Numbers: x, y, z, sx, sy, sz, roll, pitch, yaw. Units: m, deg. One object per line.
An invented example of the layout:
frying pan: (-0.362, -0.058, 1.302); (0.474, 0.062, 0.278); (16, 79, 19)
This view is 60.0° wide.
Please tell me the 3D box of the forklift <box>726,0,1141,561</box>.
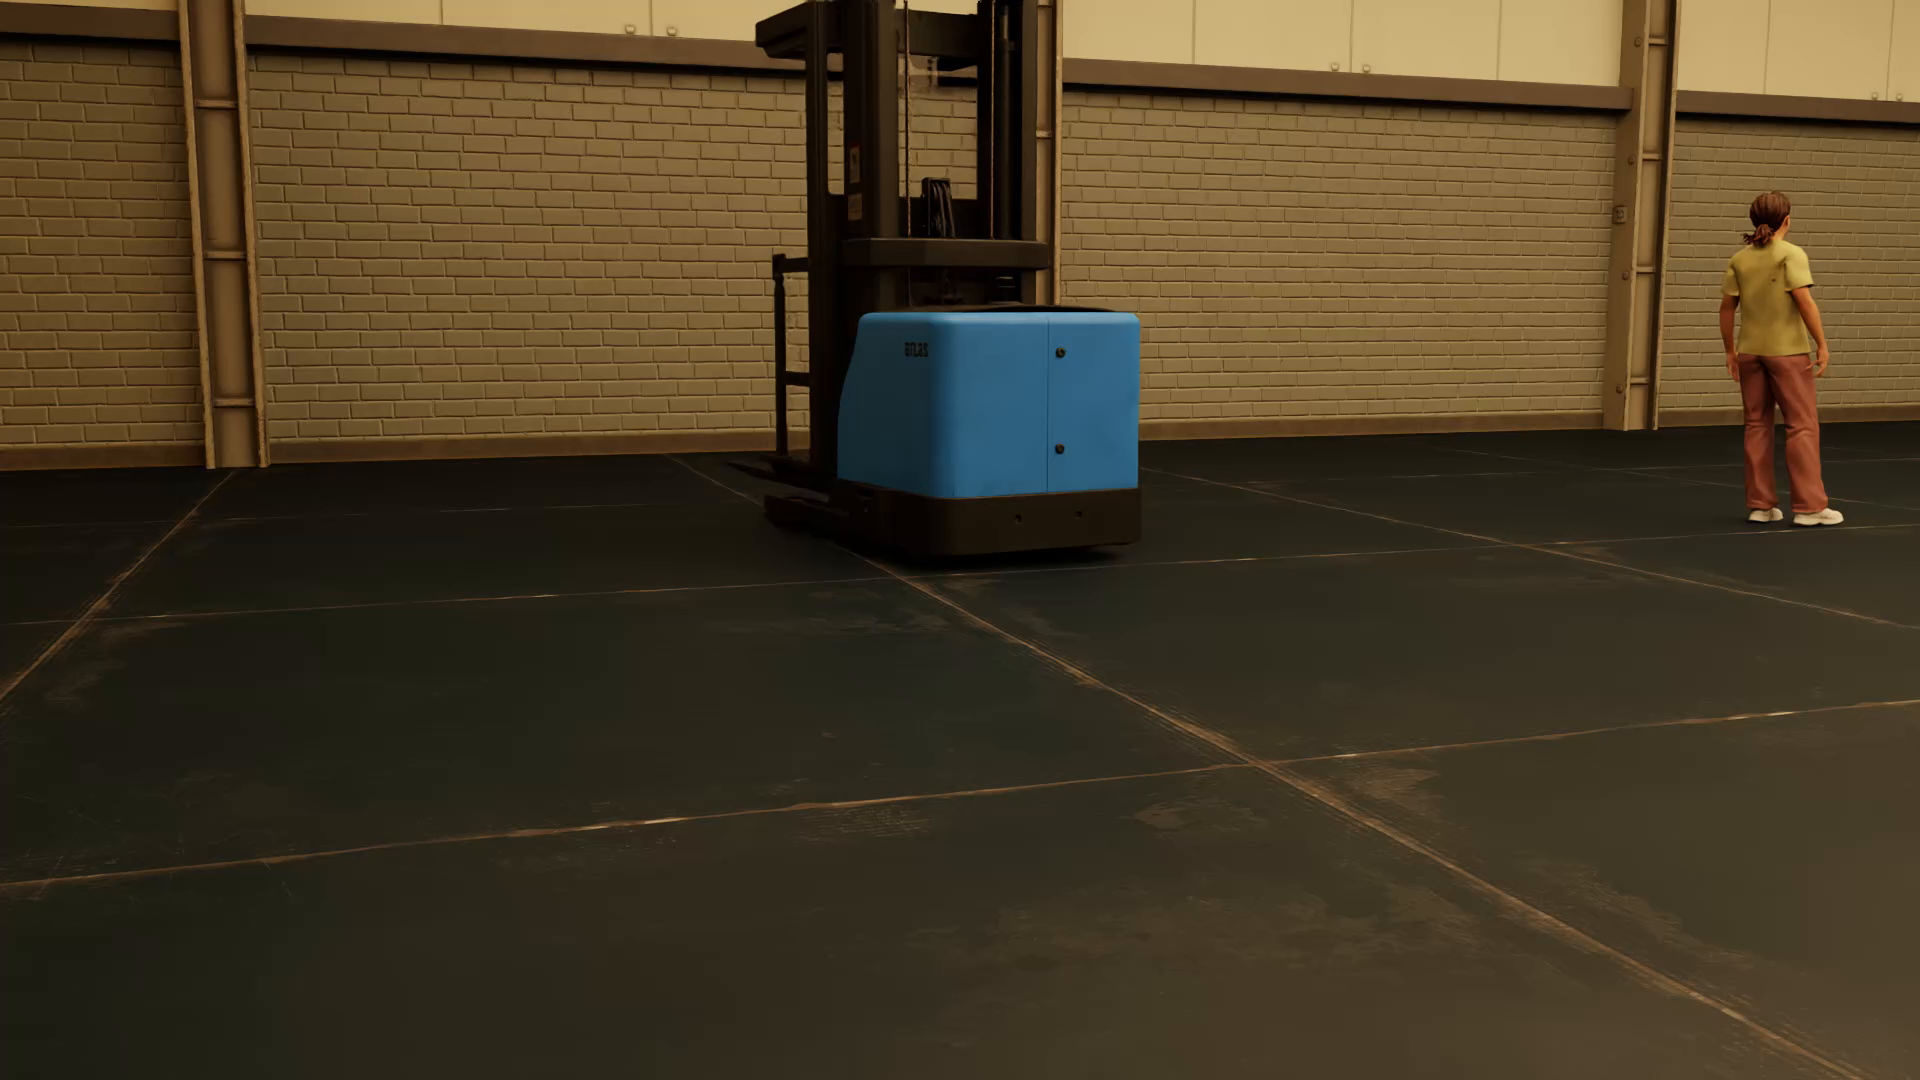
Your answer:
forklift: (-0.337, -1.523, 8.243); (1.130, 2.935, 3.031); (-4, 9, -28)

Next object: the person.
person: (4.180, -0.922, 8.478); (0.524, 1.681, 0.537); (-5, 9, -31)
